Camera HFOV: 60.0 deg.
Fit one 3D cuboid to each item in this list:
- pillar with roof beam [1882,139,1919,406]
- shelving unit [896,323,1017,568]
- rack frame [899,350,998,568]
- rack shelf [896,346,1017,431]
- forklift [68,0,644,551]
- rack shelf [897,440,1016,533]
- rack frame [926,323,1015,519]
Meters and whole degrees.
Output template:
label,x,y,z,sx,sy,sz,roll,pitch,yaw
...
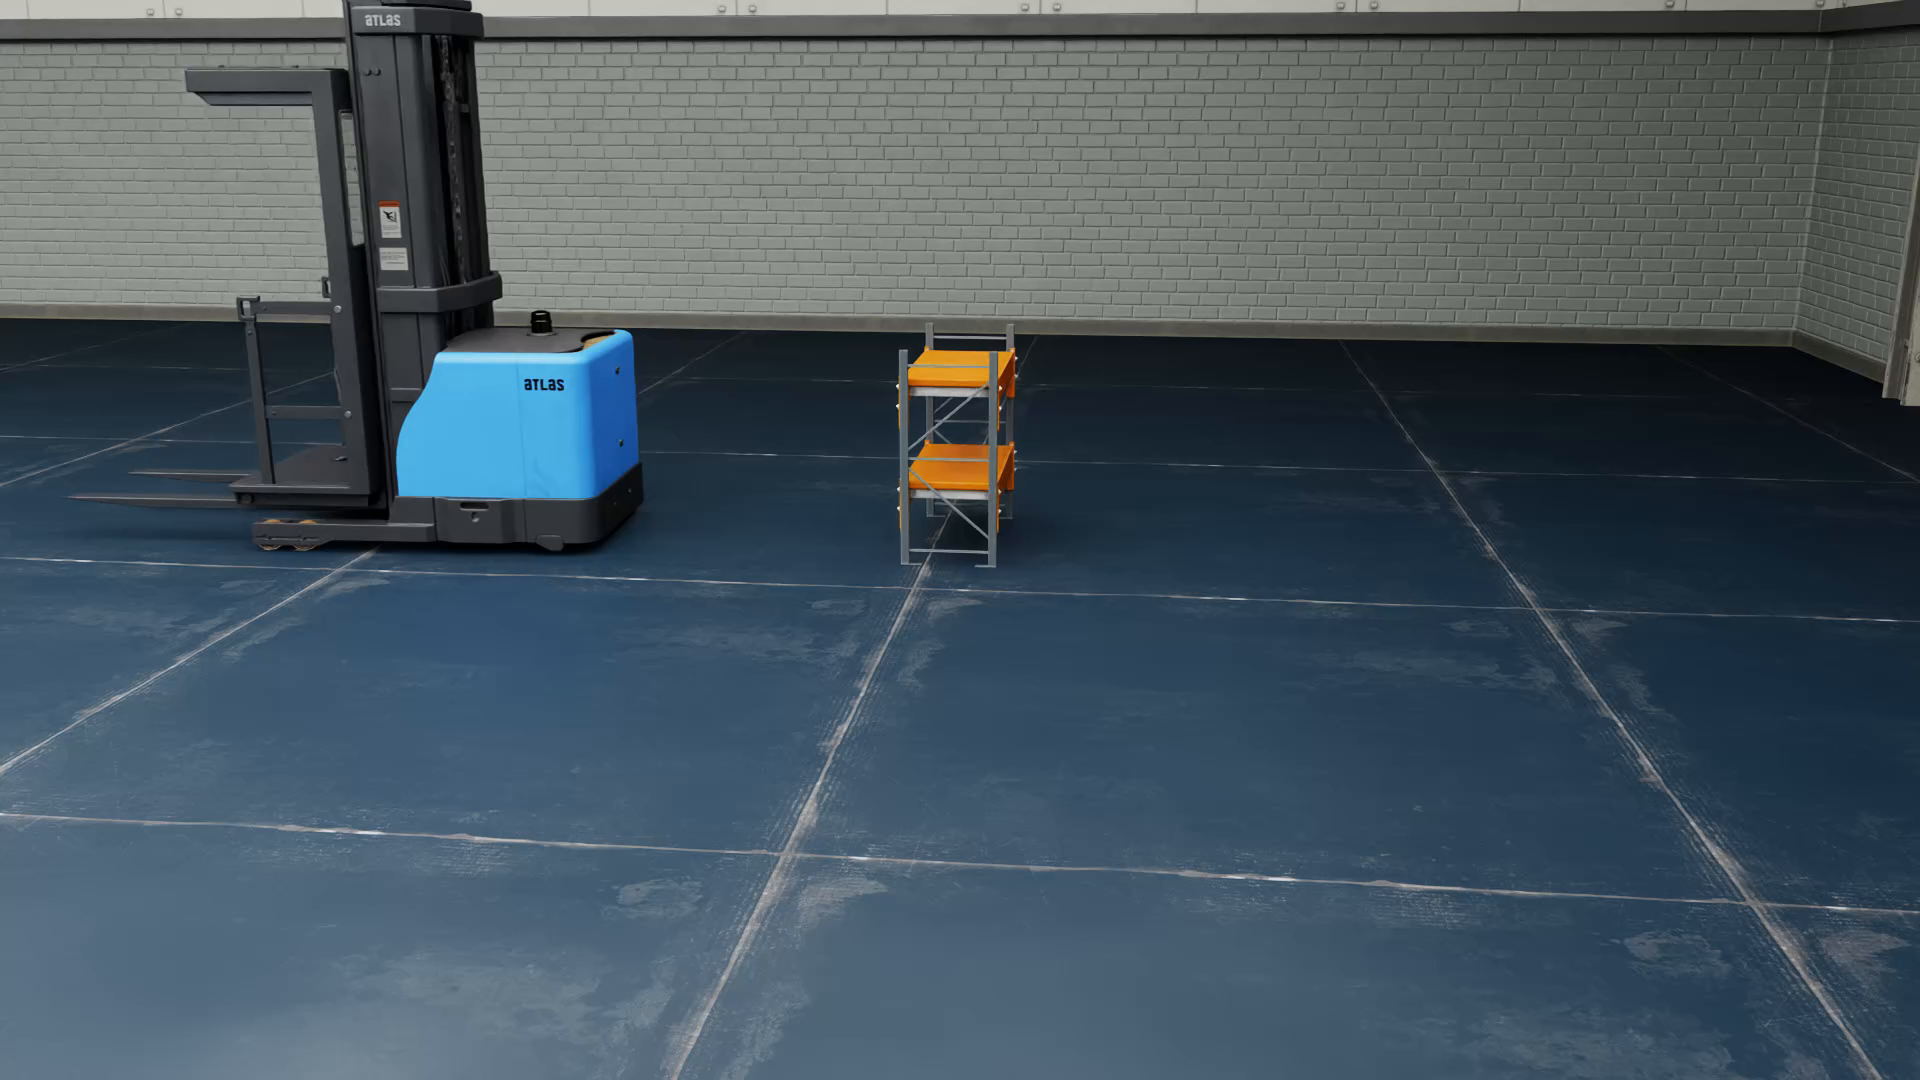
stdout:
label,x,y,z,sx,sy,sz,roll,pitch,yaw
pillar with roof beam,3.306,-5.574,12.537,9.100,9.000,0.400,2,15,6
shelving unit,-0.001,-0.541,9.009,0.538,1.125,1.048,2,15,6
rack frame,-0.058,-0.409,8.521,0.500,1.125,0.032,2,15,6
rack shelf,-0.001,-0.824,8.932,0.538,0.278,1.000,2,15,6
forklift,-3.393,-1.491,9.059,3.031,2.935,1.130,1,15,4
rack shelf,-0.001,-0.305,9.073,0.538,0.278,1.000,2,15,6
rack frame,0.057,-0.673,9.496,0.500,1.125,0.032,2,15,6
